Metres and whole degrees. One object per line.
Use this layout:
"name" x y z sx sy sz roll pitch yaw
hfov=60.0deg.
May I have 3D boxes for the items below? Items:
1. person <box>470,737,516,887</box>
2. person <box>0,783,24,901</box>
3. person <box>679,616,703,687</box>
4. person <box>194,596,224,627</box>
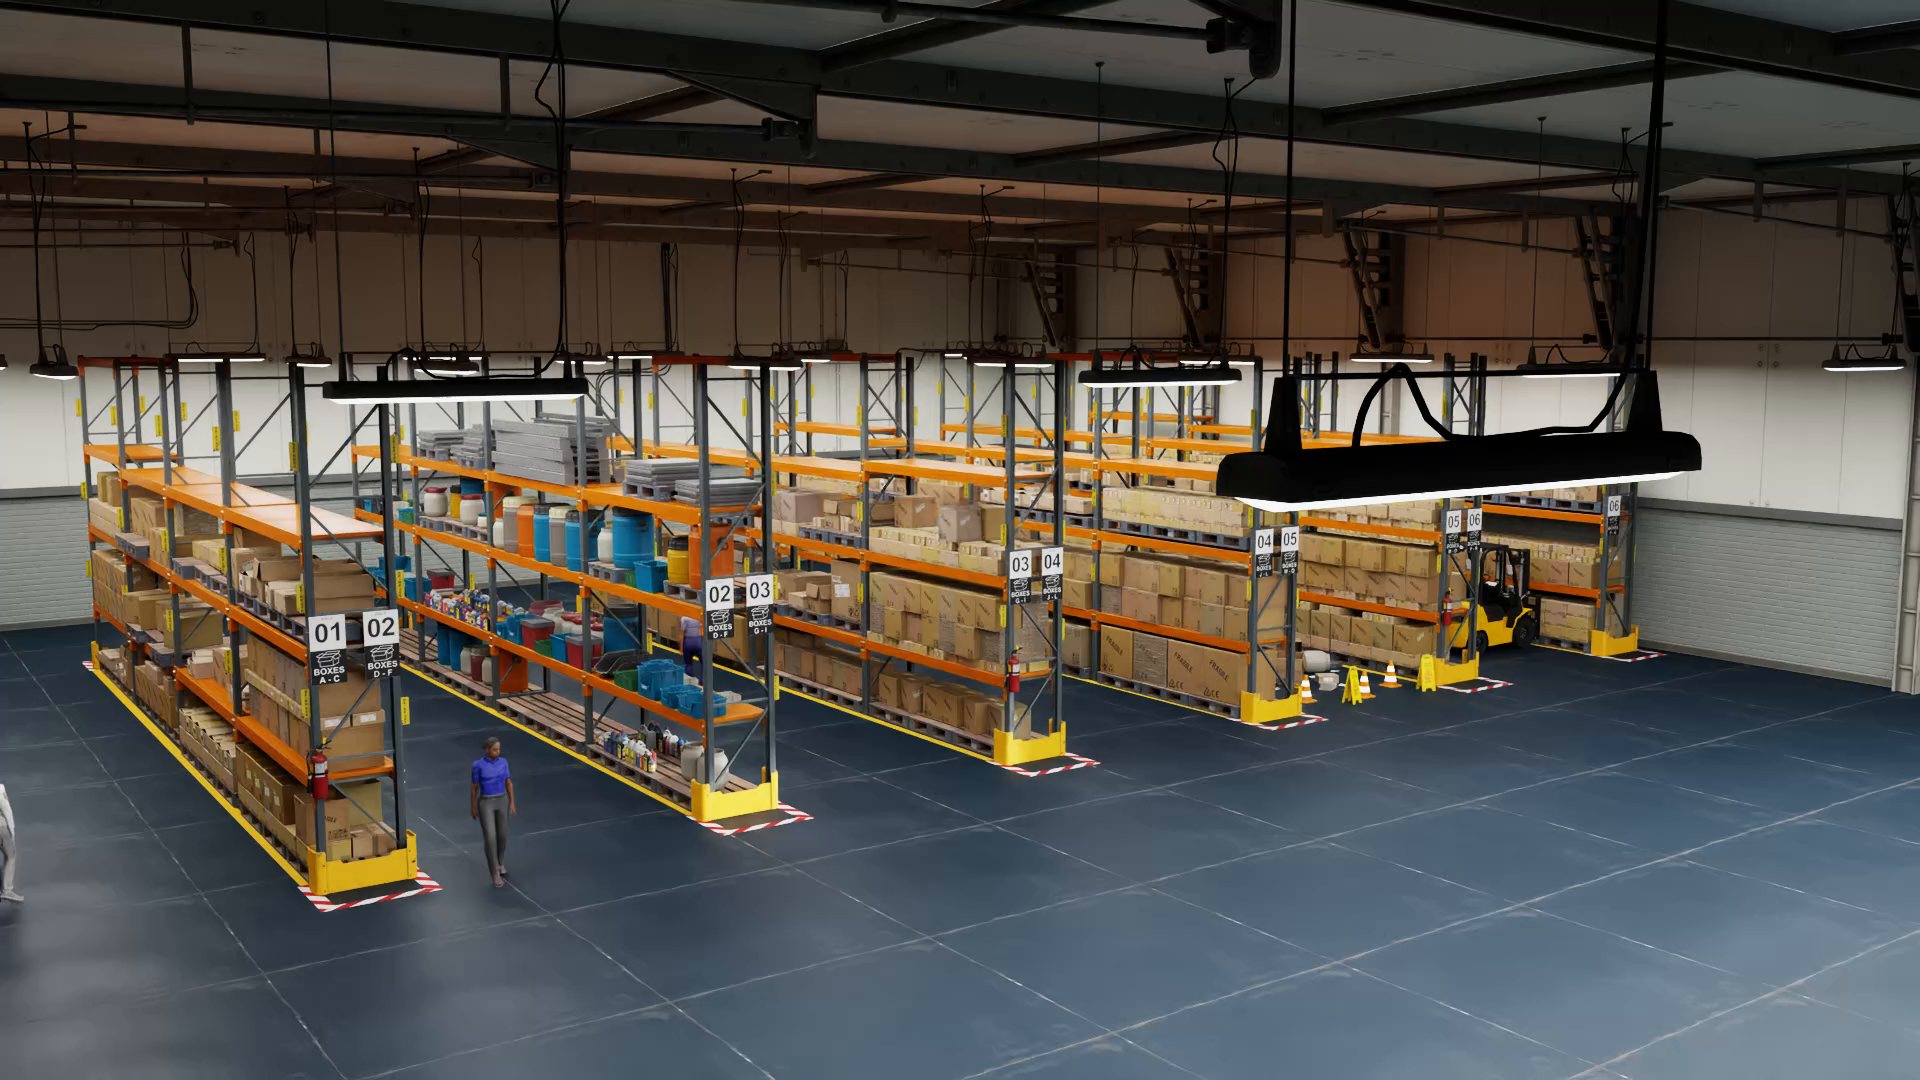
"person" -5.425 3.164 19.518 0.471 1.667 0.688 -5 9 -36
"person" -10.814 3.271 18.551 0.503 1.700 0.477 -2 7 -16
"person" -4.752 1.913 29.802 0.542 1.645 0.493 -1 7 -9
"person" -14.813 1.519 32.886 0.655 1.681 0.734 -4 8 -27
